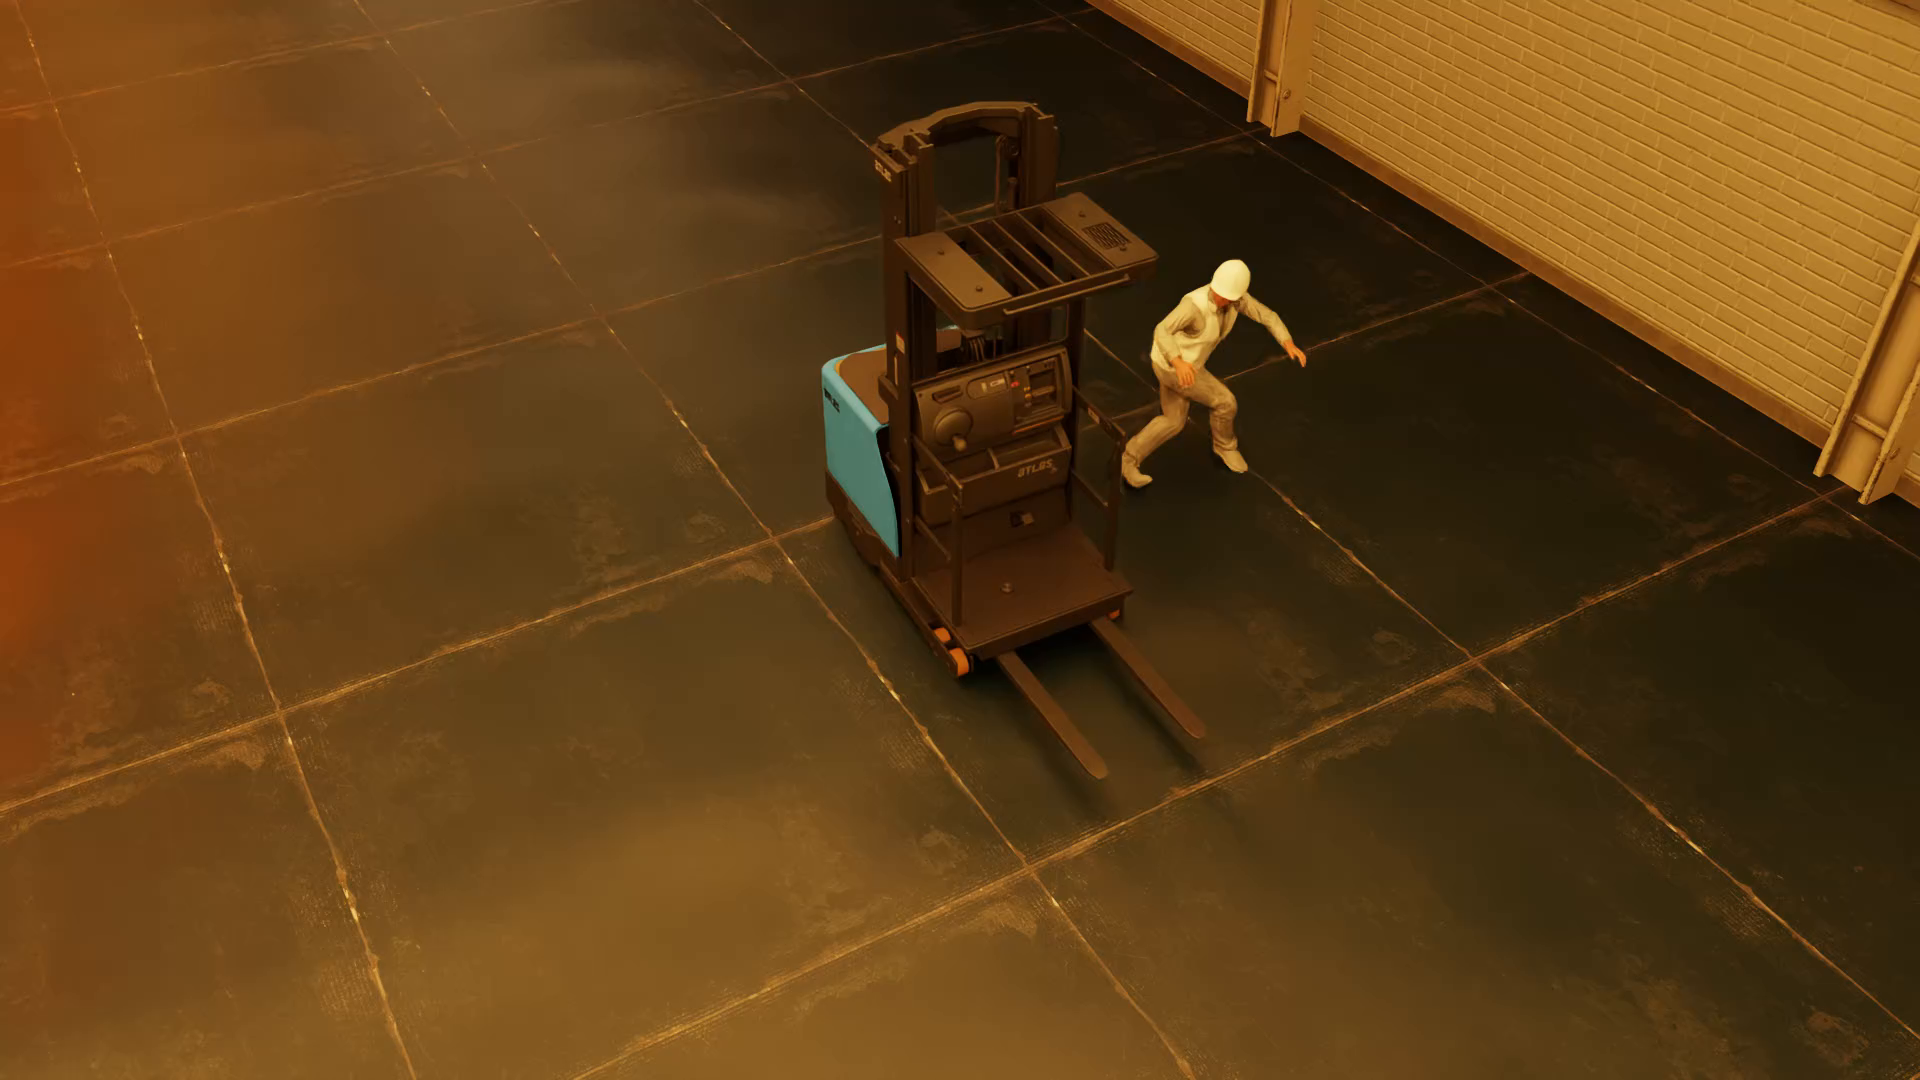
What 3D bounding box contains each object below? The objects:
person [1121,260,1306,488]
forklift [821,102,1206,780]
[{"bbox_3d":[1.567,-0.996,10.347,1.069,1.559,0.909,14,42,16],"label":"person"},{"bbox_3d":[0.292,-0.684,8.861,1.130,2.935,3.031,-19,43,-21],"label":"forklift"}]
